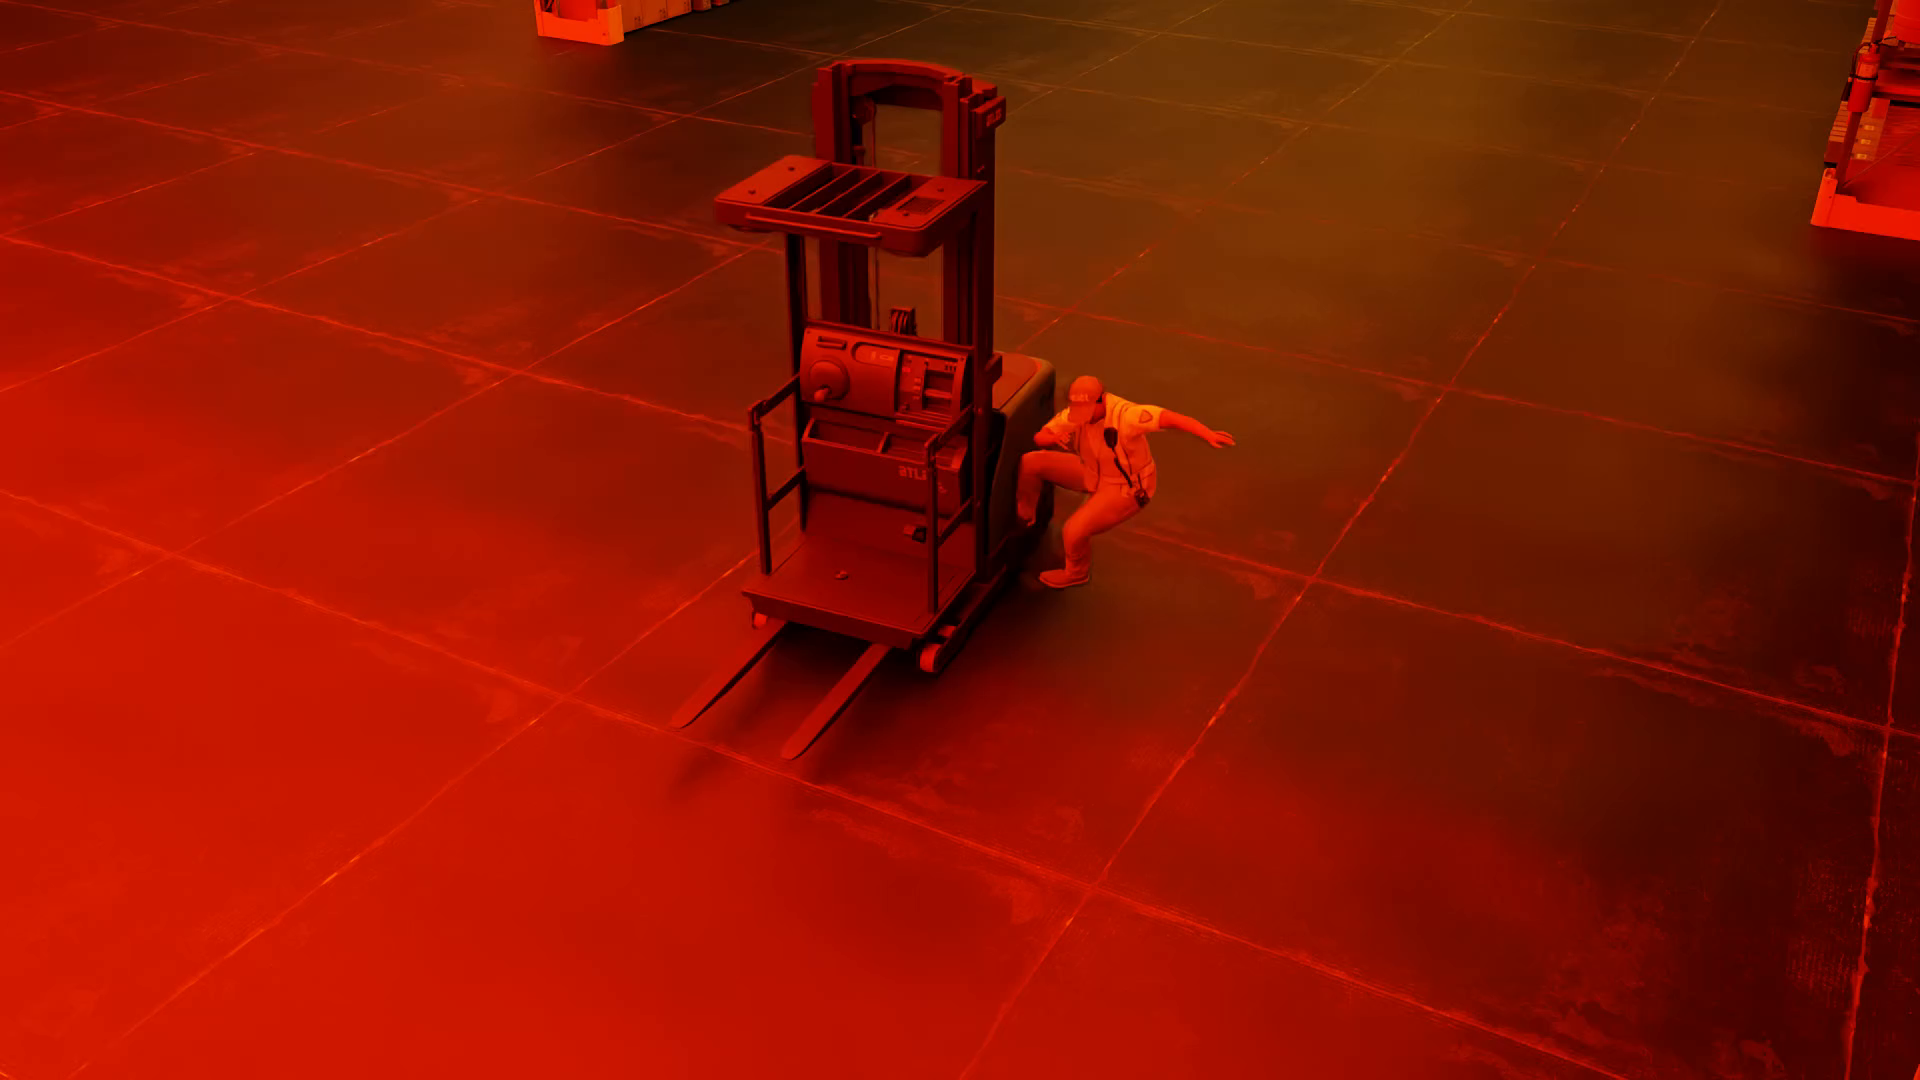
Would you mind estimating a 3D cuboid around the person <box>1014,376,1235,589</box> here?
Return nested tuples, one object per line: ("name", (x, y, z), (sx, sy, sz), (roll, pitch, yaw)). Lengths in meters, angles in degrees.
("person", (0.811, -0.293, 9.115), (1.420, 1.282, 0.729), (26, 39, 38))

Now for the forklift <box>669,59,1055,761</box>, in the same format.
("forklift", (-0.487, -0.807, 8.469), (1.130, 2.935, 3.031), (12, 32, 20))
